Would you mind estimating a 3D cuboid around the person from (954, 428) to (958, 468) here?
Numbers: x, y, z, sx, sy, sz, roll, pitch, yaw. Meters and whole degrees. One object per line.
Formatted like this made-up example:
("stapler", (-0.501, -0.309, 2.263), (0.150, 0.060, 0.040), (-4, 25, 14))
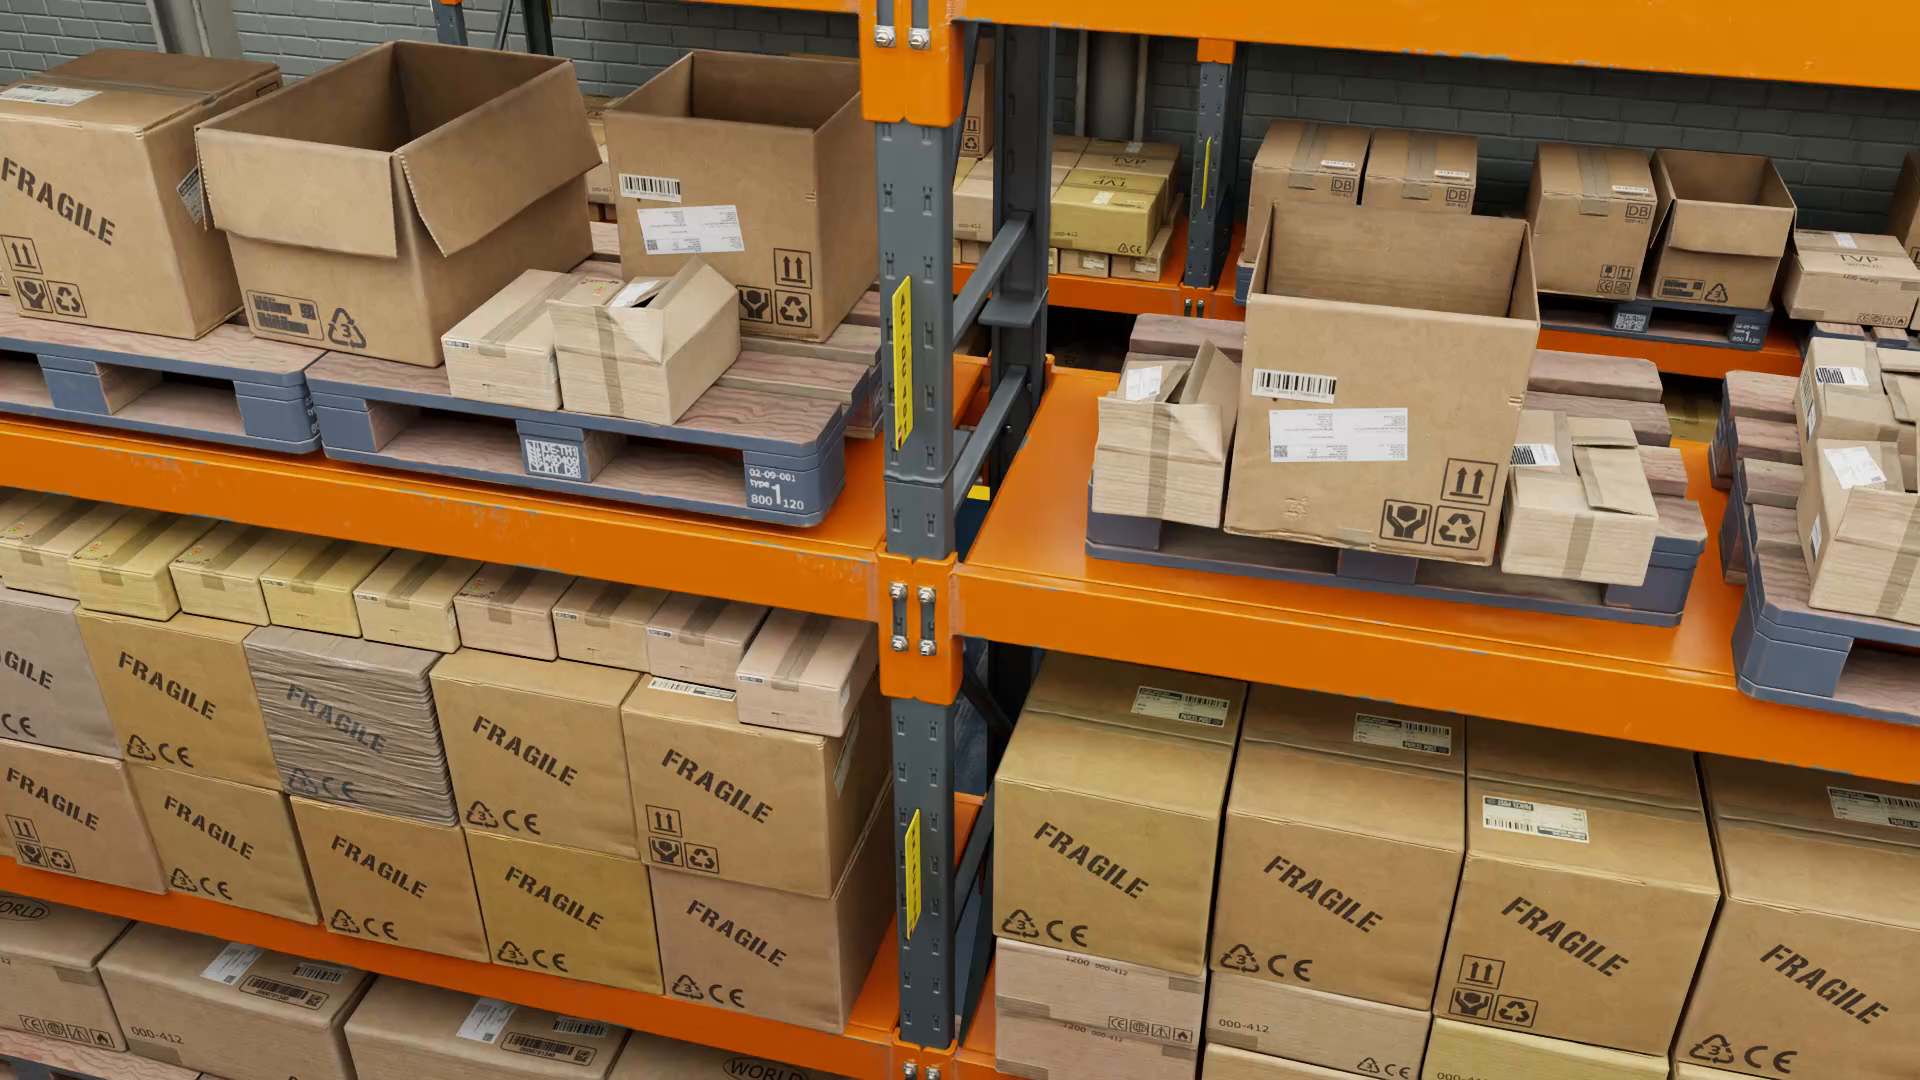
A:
("person", (-0.316, -0.209, 7.474), (0.673, 1.771, 0.658), (-10, 34, -15))
